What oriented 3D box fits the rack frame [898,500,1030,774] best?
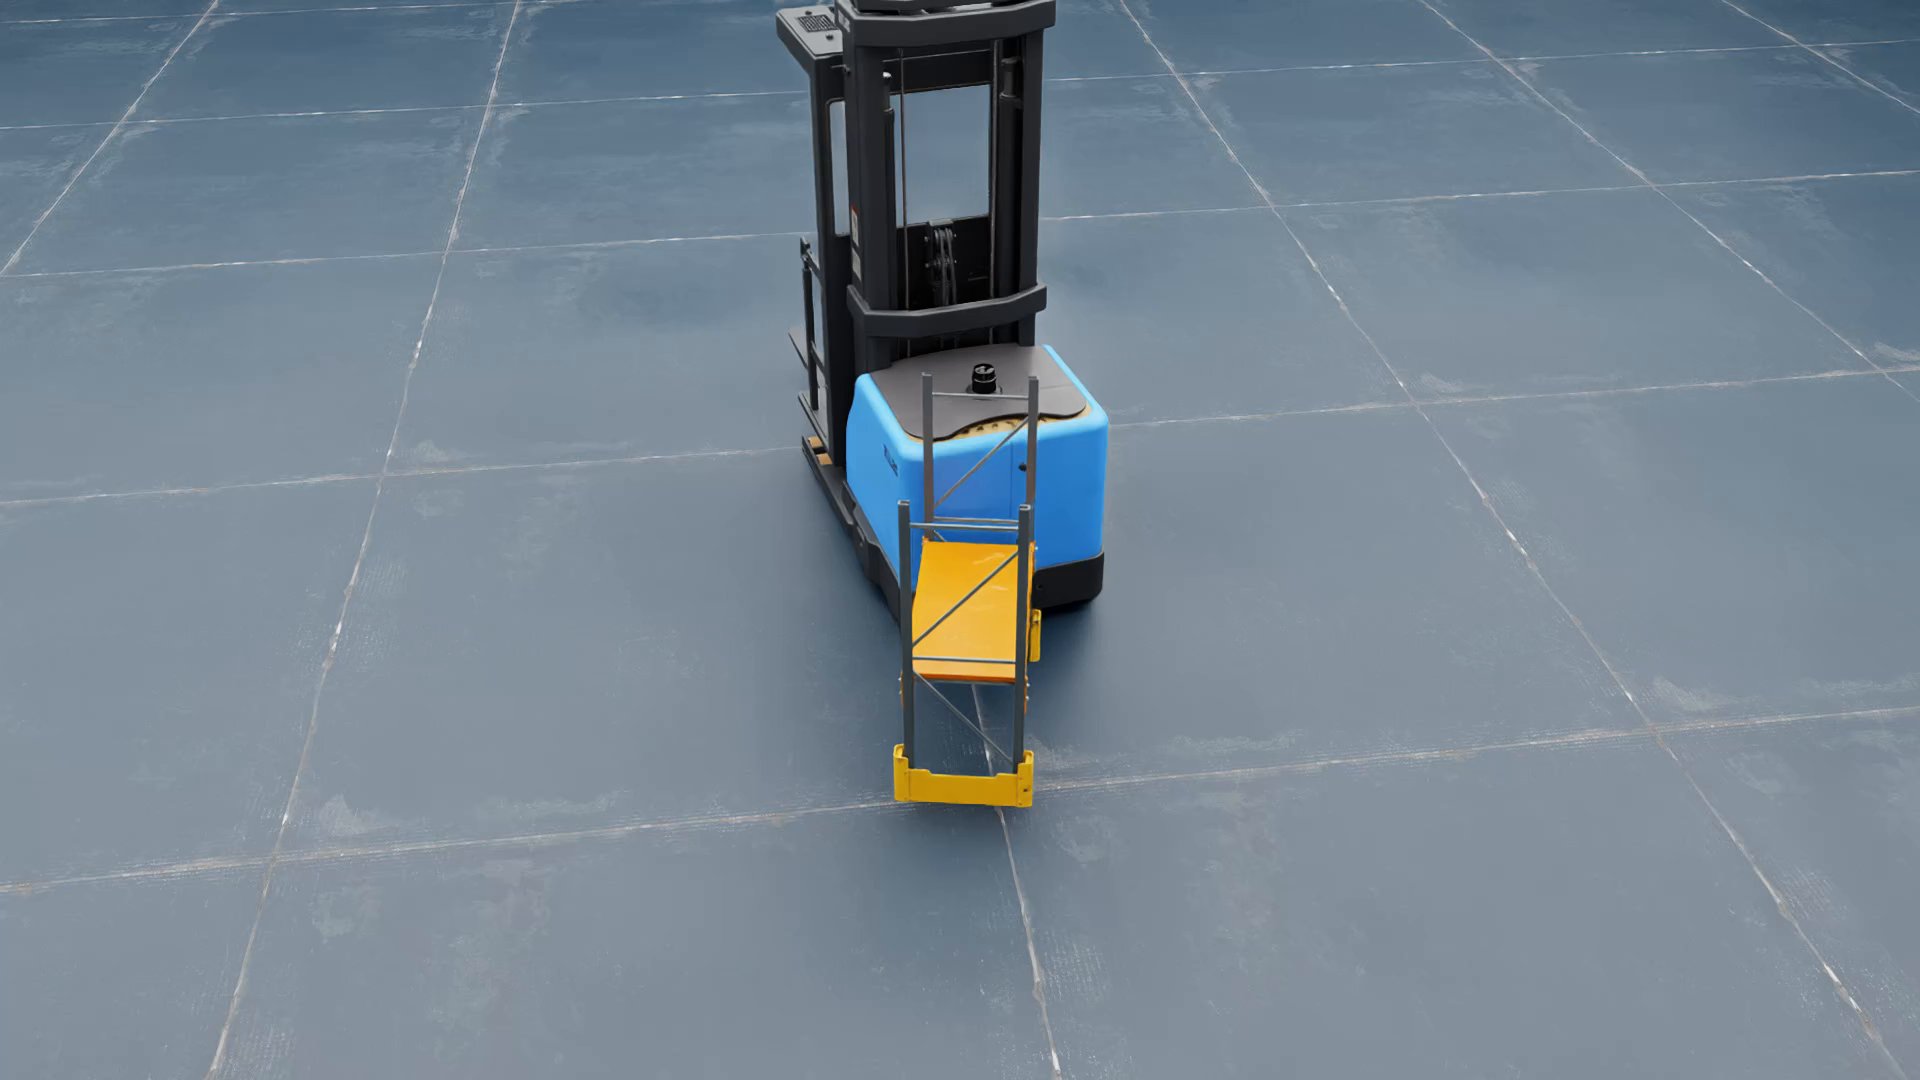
[{"bbox_3d":[0.016,0.487,6.704,0.500,1.500,0.032,2,34,3],"label":"rack frame"}]

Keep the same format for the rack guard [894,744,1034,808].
[{"bbox_3d":[0.016,1.003,7.057,0.587,0.250,0.087,2,34,3],"label":"rack guard"}]

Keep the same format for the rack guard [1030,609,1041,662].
[{"bbox_3d":[0.087,0.443,7.878,0.587,0.250,0.087,2,34,3],"label":"rack guard"}]

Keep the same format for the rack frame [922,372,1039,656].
[{"bbox_3d":[0.088,-0.084,7.542,0.500,1.500,0.032,2,34,3],"label":"rack frame"}]

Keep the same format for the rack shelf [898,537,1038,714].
[{"bbox_3d":[0.052,0.350,7.224,0.538,0.185,1.000,2,34,3],"label":"rack shelf"}]

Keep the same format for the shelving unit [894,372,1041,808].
[{"bbox_3d":[0.051,0.206,7.115,0.587,1.500,1.083,2,34,3],"label":"shelving unit"}]

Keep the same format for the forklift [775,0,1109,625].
[{"bbox_3d":[-0.250,-1.592,8.484,1.130,2.935,3.031,-11,36,-16],"label":"forklift"}]
